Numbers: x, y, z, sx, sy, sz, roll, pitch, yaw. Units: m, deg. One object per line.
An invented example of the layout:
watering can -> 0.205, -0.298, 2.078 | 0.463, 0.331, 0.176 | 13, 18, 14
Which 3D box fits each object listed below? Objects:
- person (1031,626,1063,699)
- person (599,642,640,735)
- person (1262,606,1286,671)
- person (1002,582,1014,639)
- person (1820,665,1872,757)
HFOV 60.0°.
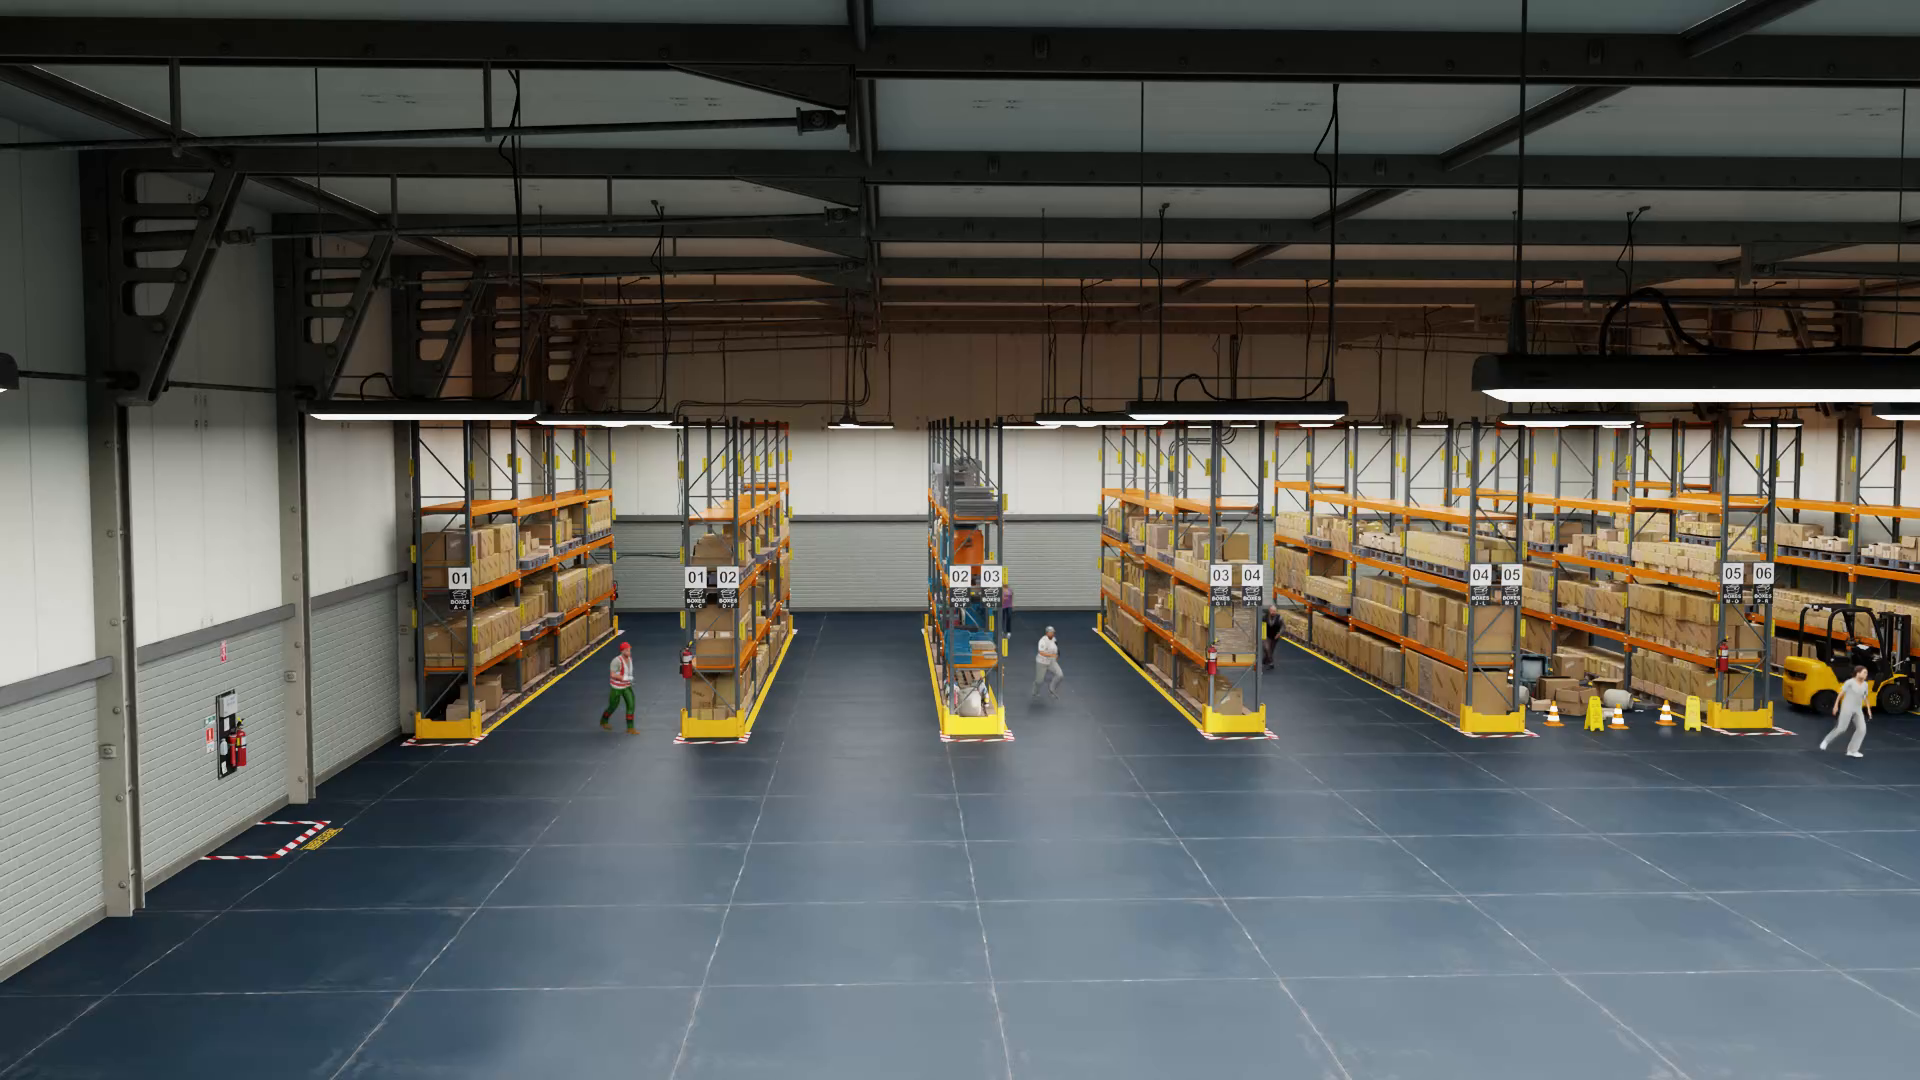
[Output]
person -> 1.859, 2.603, 35.346 | 0.610, 1.577, 0.927 | -3, 5, -35
person -> -6.438, 2.789, 31.454 | 0.986, 1.756, 0.684 | 3, 5, 38
person -> 7.503, 2.328, 40.116 | 0.651, 1.571, 1.067 | 0, 4, 5
person -> 1.256, 1.890, 46.230 | 0.523, 1.626, 0.823 | -1, 4, -10
person -> 15.687, 2.993, 29.415 | 0.632, 1.612, 0.725 | -1, 4, -14
